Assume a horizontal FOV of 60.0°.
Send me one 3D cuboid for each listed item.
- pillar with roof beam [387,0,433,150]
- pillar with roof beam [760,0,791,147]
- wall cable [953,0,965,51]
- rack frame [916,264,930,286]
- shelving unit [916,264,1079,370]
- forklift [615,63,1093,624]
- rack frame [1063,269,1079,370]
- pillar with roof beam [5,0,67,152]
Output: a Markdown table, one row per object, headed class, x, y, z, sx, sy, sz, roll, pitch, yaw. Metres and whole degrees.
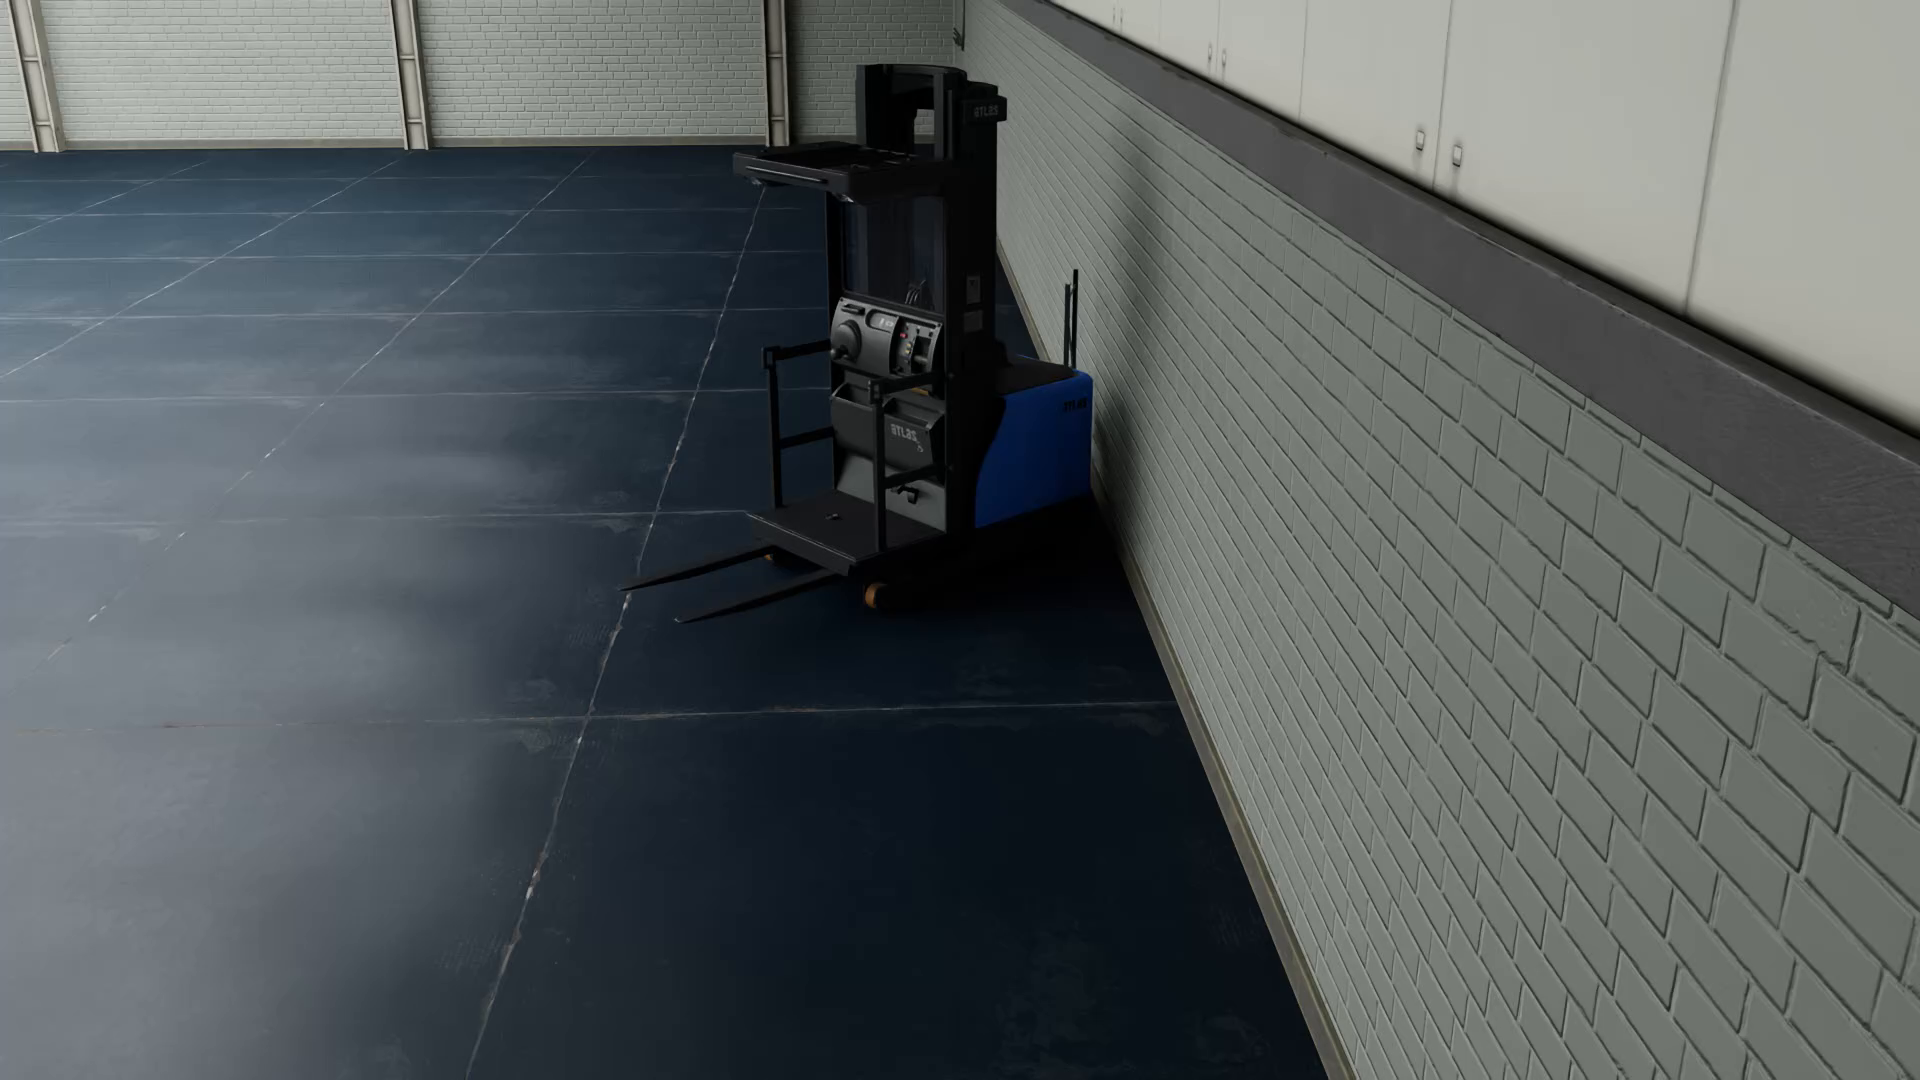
| class | x | y | z | sx | sy | sz | roll | pitch | yaw |
| --- | --- | --- | --- | --- | --- | --- | --- | --- | --- |
| pillar with roof beam | -8.823 | -9.244 | 22.253 | 0.400 | 9.000 | 9.100 | -1 | 21 | -3 |
| pillar with roof beam | -2.832 | -9.366 | 22.573 | 0.400 | 9.000 | 9.100 | -1 | 21 | -3 |
| wall cable | -0.062 | -9.034 | 26.066 | 0.112 | 2.526 | 3.097 | -1 | 21 | -3 |
| rack frame | -0.262 | -1.101 | 11.405 | 0.032 | 1.500 | 0.500 | 4 | 21 | 10 |
| shelving unit | 0.238 | -1.069 | 11.320 | 1.048 | 1.500 | 0.538 | 4 | 21 | 10 |
| forklift | -0.587 | -1.171 | 9.578 | 3.031 | 2.935 | 1.130 | -18 | 27 | -39 |
| rack frame | 0.739 | -1.036 | 11.235 | 0.032 | 1.500 | 0.500 | 4 | 21 | 10 |
| pillar with roof beam | -14.813 | -9.122 | 21.933 | 0.400 | 9.000 | 9.100 | -1 | 21 | -3 |
